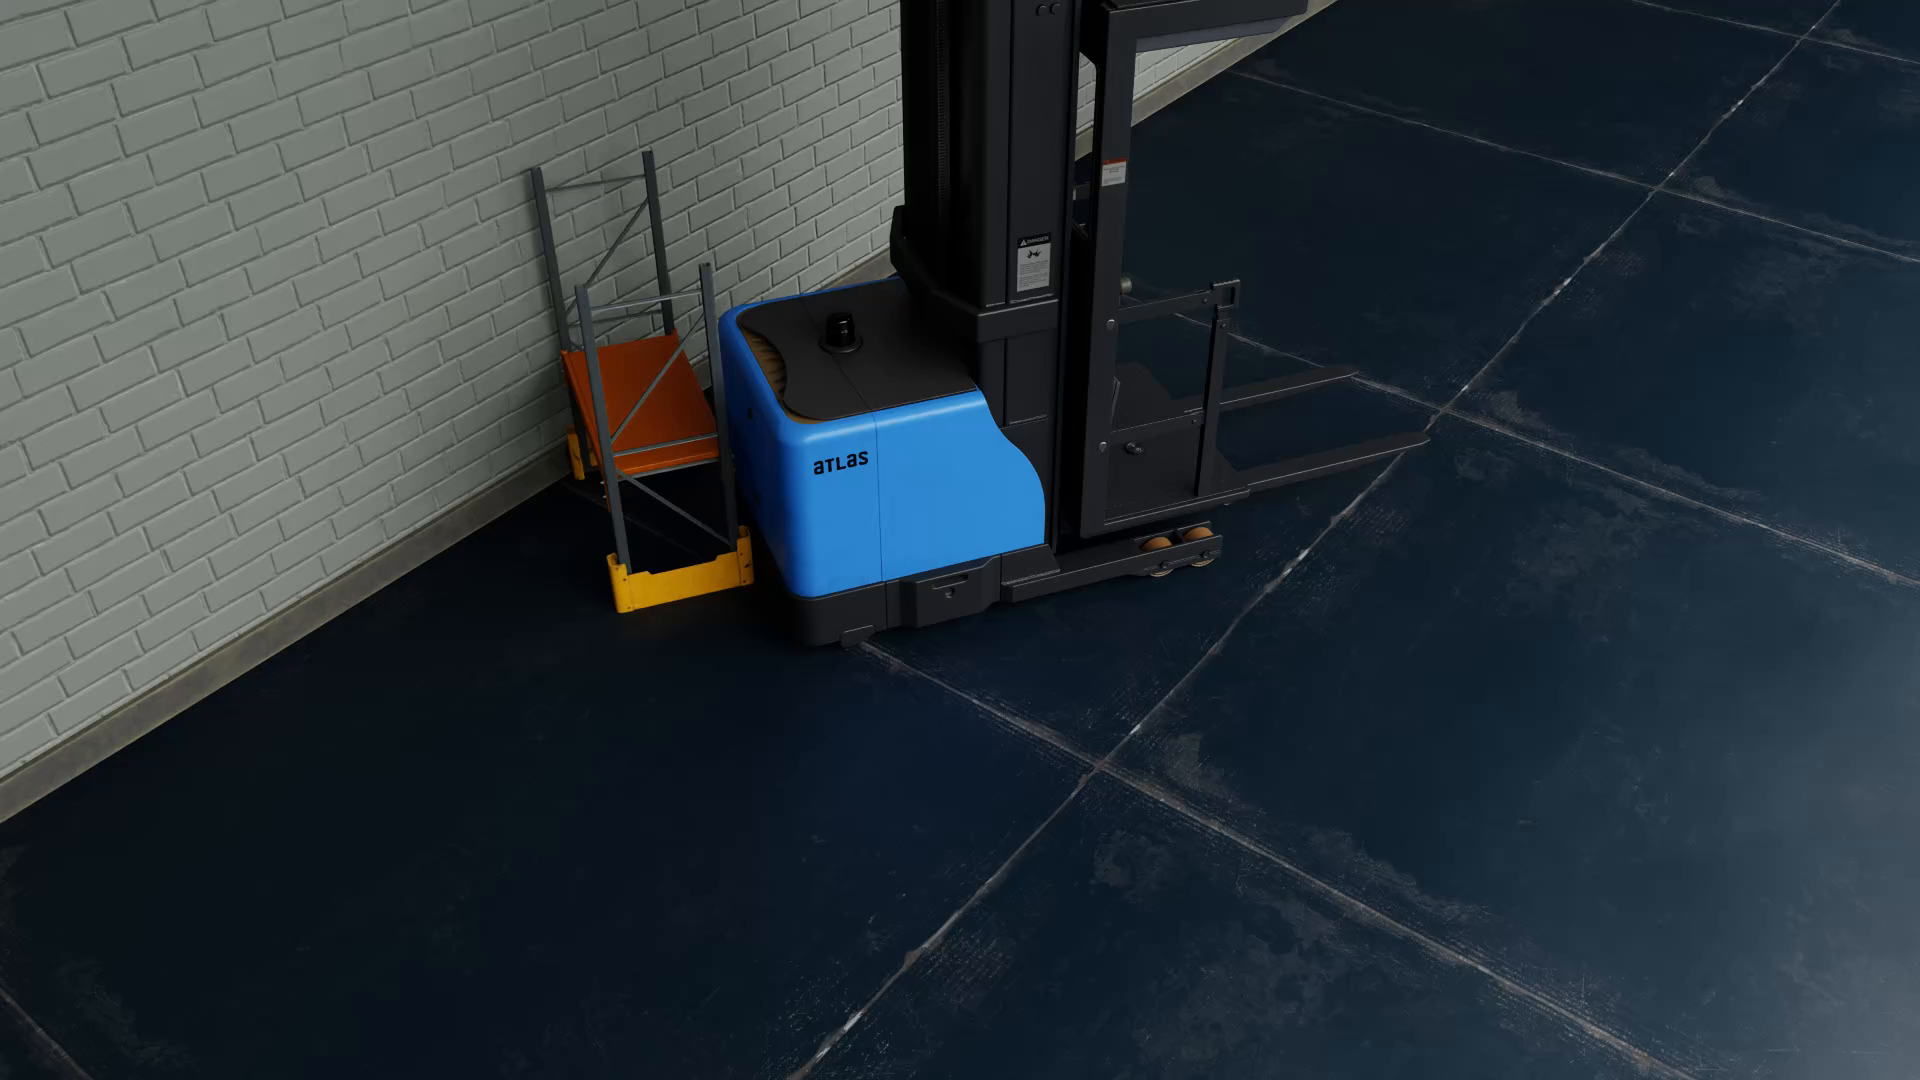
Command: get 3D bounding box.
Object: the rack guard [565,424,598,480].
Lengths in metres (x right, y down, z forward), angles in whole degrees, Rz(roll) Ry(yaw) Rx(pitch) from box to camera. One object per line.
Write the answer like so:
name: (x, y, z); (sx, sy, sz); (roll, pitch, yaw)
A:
rack guard: (-1.496, -0.456, 7.630); (0.587, 0.250, 0.087); (-13, 40, -16)

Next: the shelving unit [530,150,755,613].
shelving unit: (-1.324, -0.660, 6.876); (0.587, 1.500, 1.083); (-13, 40, -16)

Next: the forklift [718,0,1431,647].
forklift: (0.582, -1.290, 6.521); (3.031, 2.935, 1.130); (-13, 40, -16)

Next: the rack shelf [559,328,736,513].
rack shelf: (-1.327, -0.524, 6.994); (0.538, 0.185, 1.000); (-13, 40, -16)

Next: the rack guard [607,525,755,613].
rack guard: (-1.152, 0.120, 6.894); (0.587, 0.250, 0.087); (-13, 40, -16)

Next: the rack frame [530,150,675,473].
rack frame: (-1.503, -0.959, 7.259); (0.500, 1.500, 0.032); (-13, 40, -16)

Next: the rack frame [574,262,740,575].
rack frame: (-1.151, -0.371, 6.508); (0.500, 1.500, 0.032); (-13, 40, -16)
